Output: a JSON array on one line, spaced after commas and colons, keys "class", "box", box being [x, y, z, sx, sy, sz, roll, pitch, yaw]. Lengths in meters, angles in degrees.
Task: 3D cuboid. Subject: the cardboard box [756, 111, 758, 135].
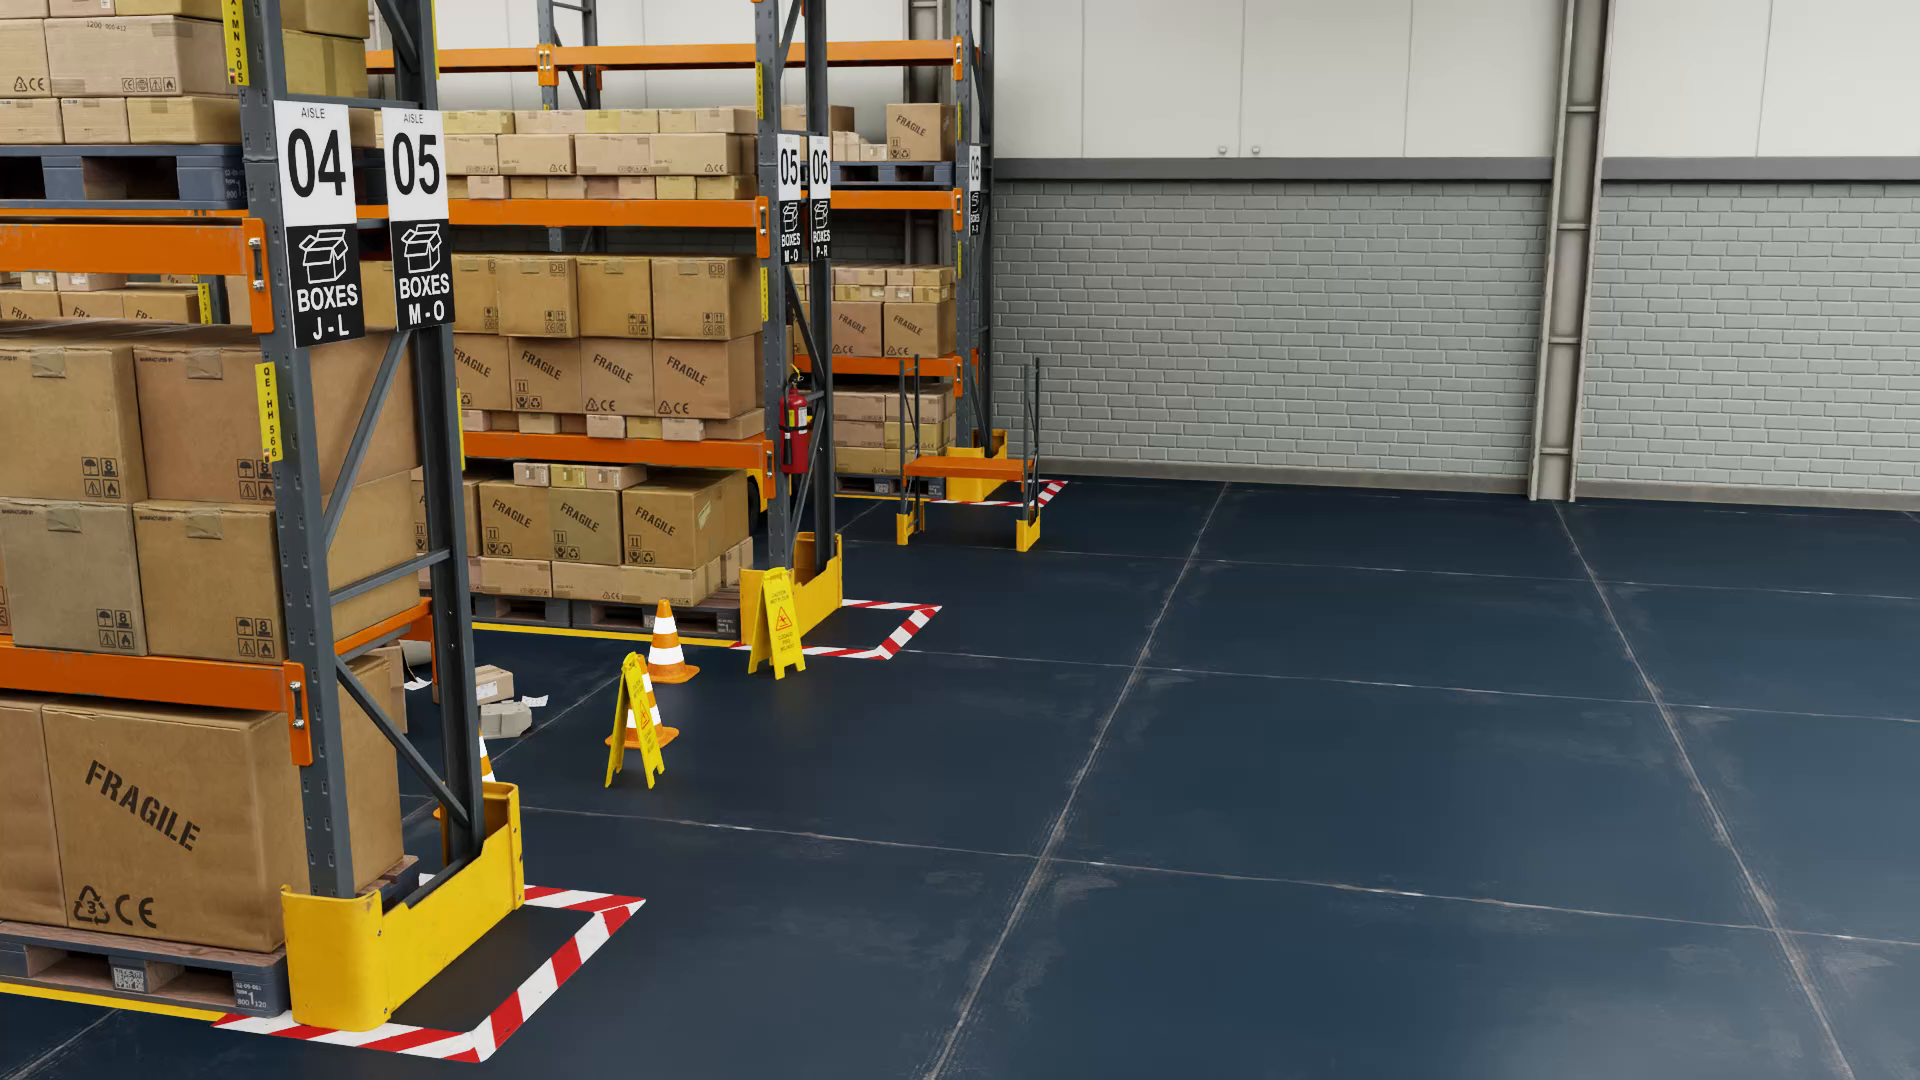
[{"class": "cardboard box", "box": [-1.340, -2.691, 10.752, 0.250, 0.149, 0.380, 3, 13, 13]}]

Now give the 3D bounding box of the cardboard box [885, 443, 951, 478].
[{"class": "cardboard box", "box": [-0.390, -0.763, 15.628, 0.500, 0.250, 0.500, 3, 13, 14]}]

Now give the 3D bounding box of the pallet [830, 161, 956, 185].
[{"class": "pallet", "box": [-0.539, -3.406, 15.440, 1.213, 0.211, 1.003, 3, 13, 14]}]

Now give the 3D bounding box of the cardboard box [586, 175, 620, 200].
[{"class": "cardboard box", "box": [-2.187, -2.254, 10.624, 0.250, 0.149, 0.380, 3, 13, 14]}]

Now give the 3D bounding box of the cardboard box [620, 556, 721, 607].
[{"class": "cardboard box", "box": [-1.917, 0.252, 11.052, 0.500, 0.250, 0.500, 3, 13, 13]}]

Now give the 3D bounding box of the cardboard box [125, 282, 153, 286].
[{"class": "cardboard box", "box": [-6.277, -1.645, 12.334, 0.500, 0.500, 0.500, 3, 13, 13]}]

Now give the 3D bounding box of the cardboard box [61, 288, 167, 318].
[{"class": "cardboard box", "box": [-5.913, -1.507, 11.712, 0.500, 0.500, 0.500, 3, 13, 14]}]

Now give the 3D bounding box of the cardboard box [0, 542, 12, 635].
[{"class": "cardboard box", "box": [-3.556, -0.015, 6.530, 0.550, 0.550, 0.875, 3, 13, 14]}]

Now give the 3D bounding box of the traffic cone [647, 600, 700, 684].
[{"class": "traffic cone", "box": [-1.771, 0.589, 10.012, 0.334, 0.463, 0.336, 3, 13, 14]}]

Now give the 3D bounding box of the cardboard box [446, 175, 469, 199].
[{"class": "cardboard box", "box": [-3.184, -2.300, 10.830, 0.250, 0.149, 0.380, 3, 13, 14]}]

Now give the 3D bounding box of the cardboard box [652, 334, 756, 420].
[{"class": "cardboard box", "box": [-1.637, -1.063, 10.683, 0.500, 0.500, 0.500, 3, 13, 13]}]

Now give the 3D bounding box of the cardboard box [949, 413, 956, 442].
[{"class": "cardboard box", "box": [-0.265, -1.118, 16.070, 0.500, 0.250, 0.500, 3, 13, 15]}]

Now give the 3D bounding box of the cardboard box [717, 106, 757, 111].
[{"class": "cardboard box", "box": [-1.876, -3.796, 15.553, 0.637, 0.503, 0.797, 3, 13, 15]}]

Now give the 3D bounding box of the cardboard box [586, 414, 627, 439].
[{"class": "cardboard box", "box": [-2.232, -0.765, 10.838, 0.250, 0.149, 0.380, 3, 13, 15]}]

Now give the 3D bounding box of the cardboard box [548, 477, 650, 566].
[{"class": "cardboard box", "box": [-2.392, -0.141, 11.090, 0.500, 0.500, 0.500, 4, 13, 16]}]

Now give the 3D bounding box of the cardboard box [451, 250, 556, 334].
[{"class": "cardboard box", "box": [-3.053, -1.649, 11.017, 0.500, 0.500, 0.700, 3, 13, 13]}]

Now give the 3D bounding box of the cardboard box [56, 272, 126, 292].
[{"class": "cardboard box", "box": [-6.102, -1.832, 11.679, 0.250, 0.149, 0.380, 3, 13, 12]}]

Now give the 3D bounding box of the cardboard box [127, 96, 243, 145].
[{"class": "cardboard box", "box": [-2.536, -1.394, 5.547, 0.250, 0.149, 0.380, 3, 13, 13]}]

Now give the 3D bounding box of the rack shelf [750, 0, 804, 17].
[{"class": "rack shelf", "box": [-2.986, -3.579, 10.756, 4.000, 0.370, 1.077, 3, 13, 14]}]

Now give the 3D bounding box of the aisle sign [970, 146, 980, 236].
[{"class": "aisle sign", "box": [0.135, -3.147, 14.990, 0.004, 0.787, 0.394, 3, 13, 14]}]

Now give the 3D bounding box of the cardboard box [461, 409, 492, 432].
[{"class": "cardboard box", "box": [-3.207, -0.824, 11.104, 0.250, 0.149, 0.380, 3, 13, 13]}]

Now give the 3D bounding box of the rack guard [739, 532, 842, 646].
[{"class": "rack guard", "box": [-1.118, 0.318, 11.148, 0.348, 0.500, 1.175, 3, 13, 14]}]

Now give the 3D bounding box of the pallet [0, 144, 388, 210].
[{"class": "pallet", "box": [-2.855, -1.310, 5.993, 1.213, 0.211, 1.003, 3, 13, 14]}]

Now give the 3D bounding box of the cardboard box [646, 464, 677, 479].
[{"class": "cardboard box", "box": [-2.293, -0.255, 11.605, 0.500, 0.500, 0.500, 3, 13, 11]}]

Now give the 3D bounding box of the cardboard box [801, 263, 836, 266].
[{"class": "cardboard box", "box": [-1.369, -2.606, 16.139, 0.250, 0.149, 0.380, 3, 13, 12]}]

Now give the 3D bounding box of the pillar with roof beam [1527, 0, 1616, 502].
[{"class": "pillar with roof beam", "box": [4.475, -3.881, 10.449, 0.400, 9.000, 9.100, 3, 13, 14]}]

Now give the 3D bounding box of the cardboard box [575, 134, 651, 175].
[{"class": "cardboard box", "box": [-2.090, -2.434, 10.515, 0.500, 0.250, 0.500, 3, 13, 13]}]

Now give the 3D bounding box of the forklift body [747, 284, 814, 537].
[{"class": "forklift body", "box": [-2.136, -1.243, 14.372, 1.214, 2.155, 2.313, 3, 13, 14]}]

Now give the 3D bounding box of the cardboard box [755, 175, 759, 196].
[{"class": "cardboard box", "box": [-1.288, -2.326, 10.947, 0.250, 0.149, 0.380, 3, 13, 14]}]

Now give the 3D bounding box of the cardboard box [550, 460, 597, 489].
[{"class": "cardboard box", "box": [-2.500, -0.450, 10.985, 0.250, 0.149, 0.380, 3, 13, 14]}]

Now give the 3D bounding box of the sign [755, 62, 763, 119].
[{"class": "sign", "box": [-1.196, -2.680, 9.918, 0.005, 0.325, 0.100, 3, 13, 14]}]

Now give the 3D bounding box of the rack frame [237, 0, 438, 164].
[{"class": "rack frame", "box": [-2.132, -2.781, 5.495, 0.127, 3.000, 1.000, 3, 13, 14]}]

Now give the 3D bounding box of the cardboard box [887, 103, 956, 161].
[{"class": "cardboard box", "box": [-0.346, -3.682, 15.046, 0.500, 0.500, 0.500, 3, 13, 15]}]

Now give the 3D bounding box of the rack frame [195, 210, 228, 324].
[{"class": "rack frame", "box": [-4.927, -1.106, 11.795, 0.127, 3.000, 1.000, 3, 13, 14]}]

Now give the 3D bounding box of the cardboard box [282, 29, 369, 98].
[{"class": "cardboard box", "box": [-2.539, -1.722, 6.103, 0.500, 0.250, 0.500, 3, 13, 13]}]

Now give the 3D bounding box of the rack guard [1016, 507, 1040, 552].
[{"class": "rack guard", "box": [0.558, -0.092, 13.572, 0.087, 0.250, 0.587, 3, 13, 14]}]

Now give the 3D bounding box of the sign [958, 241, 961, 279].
[{"class": "sign", "box": [-0.002, -2.510, 14.903, 0.005, 0.325, 0.100, 3, 13, 14]}]

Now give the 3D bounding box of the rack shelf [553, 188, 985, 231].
[{"class": "rack shelf", "box": [-1.800, -3.160, 15.786, 4.000, 0.370, 1.077, 3, 13, 14]}]

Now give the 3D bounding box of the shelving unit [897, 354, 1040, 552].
[{"class": "shelving unit", "box": [0.074, -0.728, 13.553, 1.083, 1.500, 0.587, 3, 13, 14]}]

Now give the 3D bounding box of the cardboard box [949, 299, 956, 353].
[{"class": "cardboard box", "box": [-0.273, -2.076, 15.934, 0.500, 0.500, 0.500, 3, 13, 15]}]

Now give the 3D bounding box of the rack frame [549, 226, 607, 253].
[{"class": "rack frame", "box": [-3.742, -2.150, 16.501, 0.127, 3.000, 1.000, 3, 13, 14]}]

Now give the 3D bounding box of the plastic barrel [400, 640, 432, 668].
[{"class": "plastic barrel", "box": [-3.412, 0.570, 10.187, 0.512, 0.421, 0.421, -9, 15, -35]}]

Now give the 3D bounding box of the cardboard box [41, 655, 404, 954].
[{"class": "cardboard box", "box": [-2.806, 0.958, 6.425, 0.875, 0.875, 0.875, 3, 13, 14]}]

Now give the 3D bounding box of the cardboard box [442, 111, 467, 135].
[{"class": "cardboard box", "box": [-3.171, -2.689, 10.743, 0.250, 0.149, 0.380, 3, 13, 15]}]

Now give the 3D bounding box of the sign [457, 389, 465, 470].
[{"class": "sign", "box": [-1.993, -0.430, 6.567, 0.005, 0.325, 0.100, 3, 13, 14]}]

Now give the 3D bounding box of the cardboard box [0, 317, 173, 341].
[{"class": "cardboard box", "box": [-3.550, -0.547, 6.436, 0.550, 0.550, 0.875, 3, 13, 14]}]

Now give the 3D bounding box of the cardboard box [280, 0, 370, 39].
[{"class": "cardboard box", "box": [-2.380, -1.922, 6.084, 0.250, 0.149, 0.380, 3, 13, 14]}]

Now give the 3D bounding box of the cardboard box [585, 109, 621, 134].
[{"class": "cardboard box", "box": [-2.170, -2.640, 10.522, 0.250, 0.149, 0.380, 3, 13, 14]}]

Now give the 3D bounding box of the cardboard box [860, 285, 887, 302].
[{"class": "cardboard box", "box": [-0.755, -2.301, 15.450, 0.250, 0.149, 0.380, 3, 13, 15]}]

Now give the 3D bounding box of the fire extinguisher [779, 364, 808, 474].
[{"class": "fire extinguisher", "box": [-1.043, -0.758, 10.405, 0.183, 0.674, 0.296, 3, 13, 14]}]

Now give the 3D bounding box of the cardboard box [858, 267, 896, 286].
[{"class": "cardboard box", "box": [-0.764, -2.442, 15.400, 0.250, 0.149, 0.380, 3, 13, 15]}]

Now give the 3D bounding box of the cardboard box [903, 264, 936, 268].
[{"class": "cardboard box", "box": [-0.376, -2.543, 15.855, 0.250, 0.149, 0.380, 4, 13, 15]}]

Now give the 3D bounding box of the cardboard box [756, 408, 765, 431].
[{"class": "cardboard box", "box": [-1.324, -0.837, 11.163, 0.250, 0.149, 0.380, 3, 13, 14]}]

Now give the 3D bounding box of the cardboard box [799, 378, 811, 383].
[{"class": "cardboard box", "box": [-1.744, -1.440, 16.368, 0.500, 0.250, 0.500, 3, 13, 12]}]
